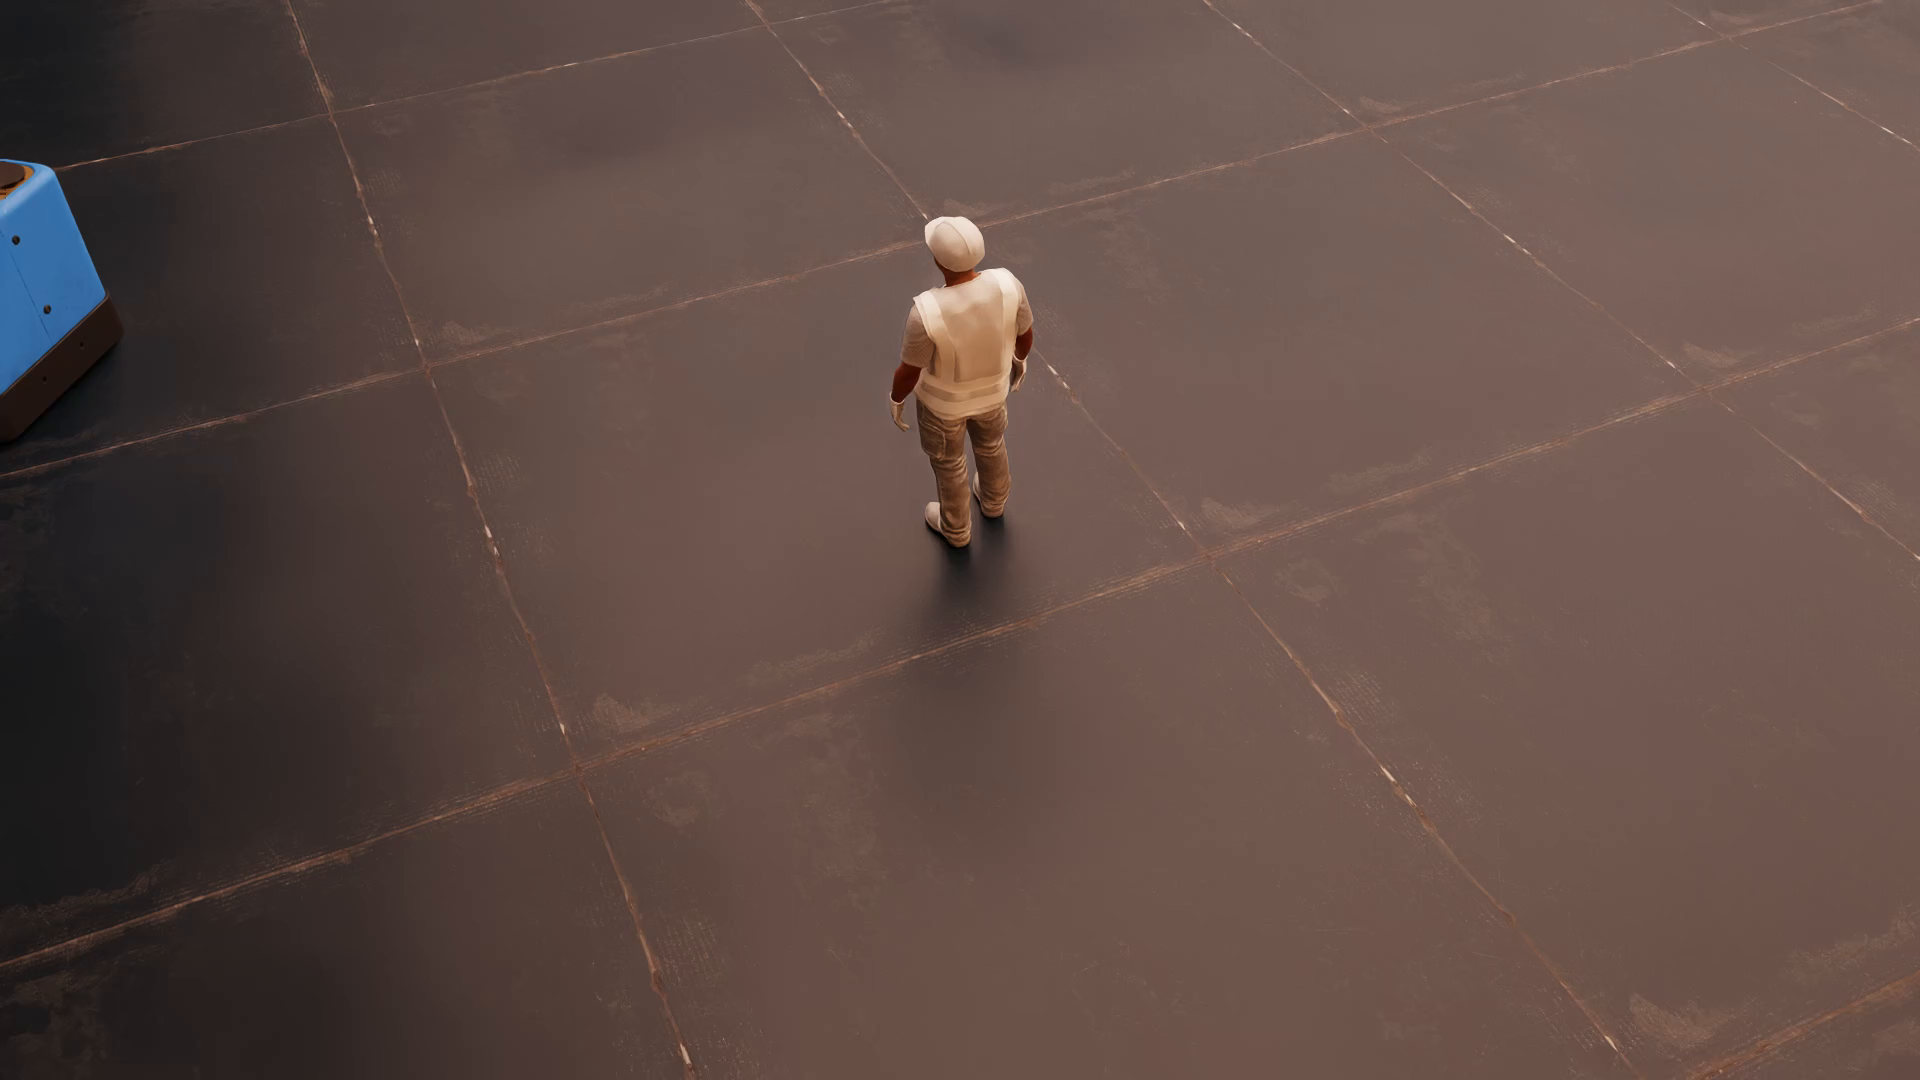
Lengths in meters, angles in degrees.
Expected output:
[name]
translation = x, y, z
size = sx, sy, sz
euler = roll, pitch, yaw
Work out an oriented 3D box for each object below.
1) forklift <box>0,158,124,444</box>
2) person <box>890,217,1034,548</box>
[forklift]
translation = -6.052, -2.070, 7.898
size = 3.031, 2.935, 1.130
euler = 10, 44, 10
[person]
translation = -0.022, -0.704, 7.265
size = 0.656, 1.782, 0.577
euler = -18, 46, -18
